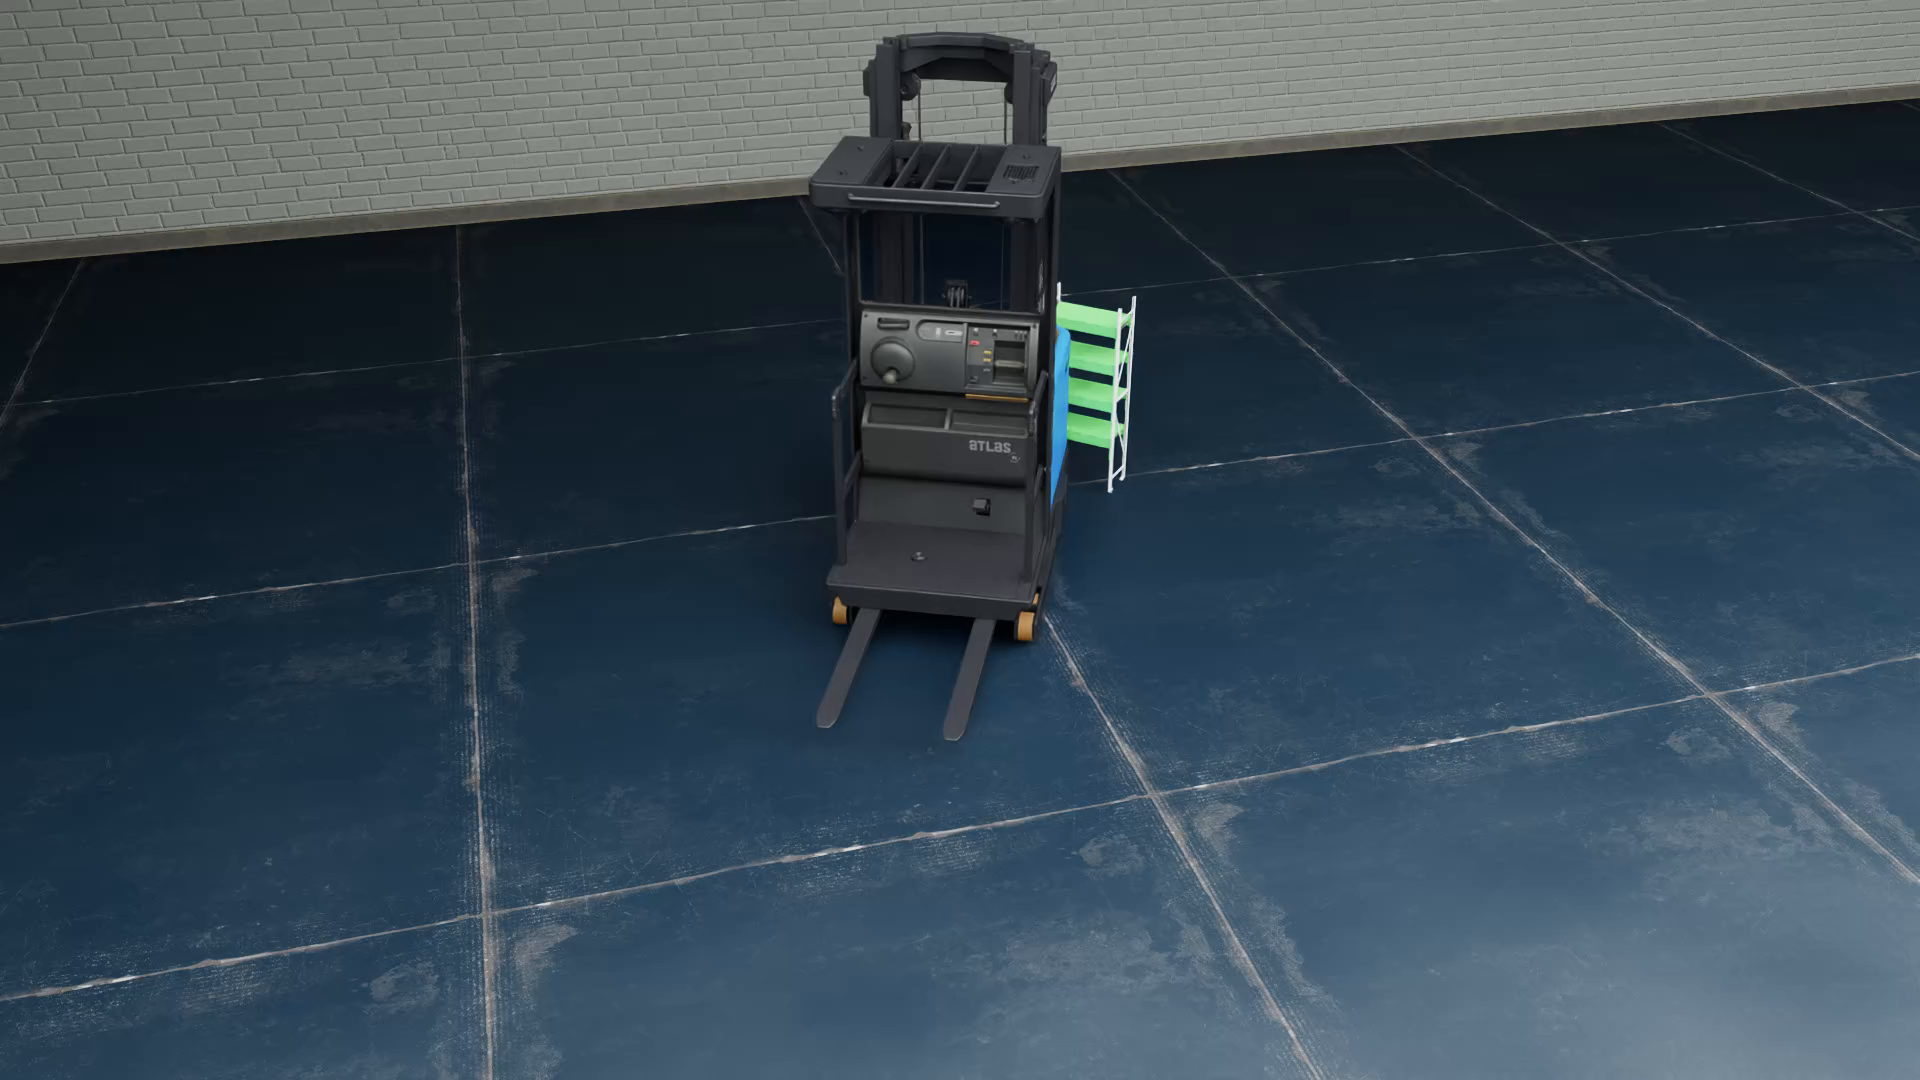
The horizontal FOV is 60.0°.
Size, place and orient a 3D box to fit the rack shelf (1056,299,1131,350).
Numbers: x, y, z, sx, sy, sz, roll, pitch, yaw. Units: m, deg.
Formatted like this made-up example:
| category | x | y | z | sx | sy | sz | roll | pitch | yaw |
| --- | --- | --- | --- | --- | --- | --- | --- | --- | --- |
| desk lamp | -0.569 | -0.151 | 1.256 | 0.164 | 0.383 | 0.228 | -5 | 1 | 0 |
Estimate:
| category | x | y | z | sx | sy | sz | roll | pitch | yaw |
| --- | --- | --- | --- | --- | --- | --- | --- | --- | --- |
| rack shelf | 0.763 | -1.288 | 9.943 | 0.480 | 0.148 | 0.258 | 15 | 32 | 23 |

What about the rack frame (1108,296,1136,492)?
| category | x | y | z | sx | sy | sz | roll | pitch | yaw |
| --- | --- | --- | --- | --- | --- | --- | --- | --- | --- |
| rack frame | 0.976 | -0.869 | 10.050 | 0.015 | 1.200 | 0.240 | 15 | 32 | 23 |

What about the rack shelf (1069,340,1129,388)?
| category | x | y | z | sx | sy | sz | roll | pitch | yaw |
| --- | --- | --- | --- | --- | --- | --- | --- | --- | --- |
| rack shelf | 0.761 | -1.079 | 10.061 | 0.480 | 0.148 | 0.258 | 15 | 32 | 23 |

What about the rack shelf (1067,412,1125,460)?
| category | x | y | z | sx | sy | sz | roll | pitch | yaw |
| --- | --- | --- | --- | --- | --- | --- | --- | --- | --- |
| rack shelf | 0.758 | -0.660 | 10.295 | 0.480 | 0.148 | 0.258 | 15 | 32 | 23 |

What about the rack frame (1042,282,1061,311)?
| category | x | y | z | sx | sy | sz | roll | pitch | yaw |
| --- | --- | --- | --- | --- | --- | --- | --- | --- | --- |
| rack frame | 0.543 | -0.982 | 10.244 | 0.015 | 1.200 | 0.240 | 15 | 32 | 23 |

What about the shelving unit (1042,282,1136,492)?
| category | x | y | z | sx | sy | sz | roll | pitch | yaw |
| --- | --- | --- | --- | --- | --- | --- | --- | --- | --- |
| shelving unit | 0.760 | -0.925 | 10.147 | 0.503 | 1.200 | 0.258 | 15 | 32 | 23 |

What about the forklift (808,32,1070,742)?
| category | x | y | z | sx | sy | sz | roll | pitch | yaw |
| --- | --- | --- | --- | --- | --- | --- | --- | --- | --- |
| forklift | -0.091 | -0.921 | 8.416 | 1.130 | 2.935 | 3.031 | 5 | 30 | 8 |

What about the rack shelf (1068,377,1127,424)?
| category | x | y | z | sx | sy | sz | roll | pitch | yaw |
| --- | --- | --- | --- | --- | --- | --- | --- | --- | --- |
| rack shelf | 0.759 | -0.870 | 10.178 | 0.480 | 0.148 | 0.258 | 15 | 32 | 23 |
